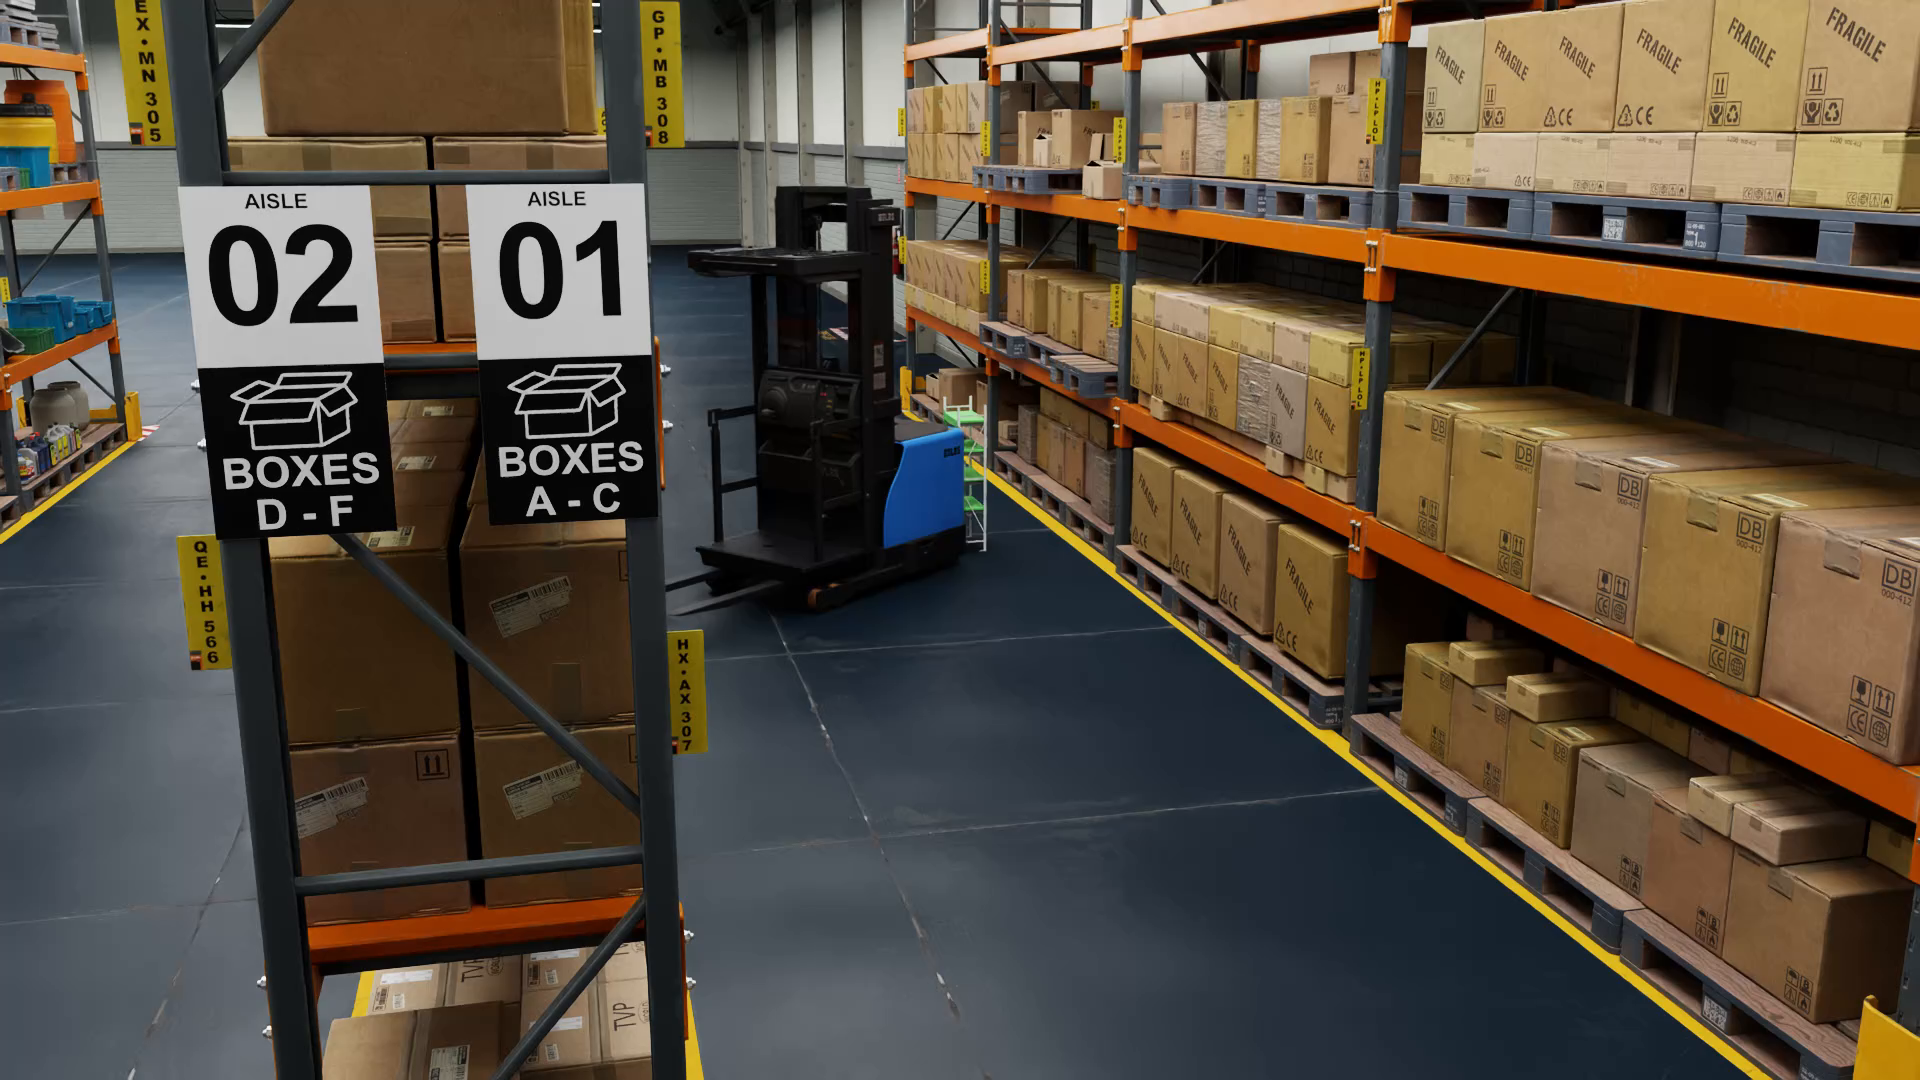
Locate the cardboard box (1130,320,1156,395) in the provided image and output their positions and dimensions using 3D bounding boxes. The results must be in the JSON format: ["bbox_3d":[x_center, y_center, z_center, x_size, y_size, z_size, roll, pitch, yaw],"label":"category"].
[{"bbox_3d":[1.580,-1.362,12.302,0.500,0.500,0.500,-3,14,-12],"label":"cardboard box"}]

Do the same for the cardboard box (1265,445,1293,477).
[{"bbox_3d":[2.081,-0.489,10.097,0.380,0.149,0.250,-3,14,-13],"label":"cardboard box"}]

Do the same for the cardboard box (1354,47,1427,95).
[{"bbox_3d":[2.575,-2.657,9.443,0.500,0.250,0.500,-2,14,-9],"label":"cardboard box"}]

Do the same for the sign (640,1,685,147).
[{"bbox_3d":[-0.693,-1.075,3.845,0.100,0.325,0.005,-3,14,-13],"label":"sign"}]

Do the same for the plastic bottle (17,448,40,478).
[{"bbox_3d":[-8.606,-0.718,15.356,0.152,0.276,0.135,-3,14,-11],"label":"plastic bottle"}]

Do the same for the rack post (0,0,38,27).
[{"bbox_3d":[-9.308,-5.011,15.637,0.937,0.300,0.954,-4,14,-14],"label":"rack post"}]

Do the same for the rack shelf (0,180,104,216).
[{"bbox_3d":[-9.324,-3.225,16.003,1.077,0.370,4.000,-3,14,-13],"label":"rack shelf"}]

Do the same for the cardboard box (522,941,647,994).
[{"bbox_3d":[-1.307,1.587,5.977,0.500,0.250,0.500,-3,14,-13],"label":"cardboard box"}]

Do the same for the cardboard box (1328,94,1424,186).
[{"bbox_3d":[2.554,-2.291,9.527,0.700,0.500,0.500,-4,14,-16],"label":"cardboard box"}]

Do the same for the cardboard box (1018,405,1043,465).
[{"bbox_3d":[0.965,-1.039,16.199,0.700,0.500,0.500,-3,14,-11],"label":"cardboard box"}]

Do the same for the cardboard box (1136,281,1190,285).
[{"bbox_3d":[1.605,-1.941,13.046,0.380,0.149,0.250,-5,15,-21],"label":"cardboard box"}]

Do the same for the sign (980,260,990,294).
[{"bbox_3d":[0.250,-2.597,16.412,0.100,0.325,0.005,-3,14,-13],"label":"sign"}]

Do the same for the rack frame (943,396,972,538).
[{"bbox_3d":[-0.018,-0.601,13.859,0.240,1.200,0.015,-3,14,-13],"label":"rack frame"}]

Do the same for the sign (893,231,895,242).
[{"bbox_3d":[-1.141,-5.125,28.508,0.001,0.329,0.234,-3,14,-13],"label":"sign"}]

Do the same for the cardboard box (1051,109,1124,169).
[{"bbox_3d":[1.116,-3.503,14.529,0.500,0.500,0.500,-4,14,-15],"label":"cardboard box"}]

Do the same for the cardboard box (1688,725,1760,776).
[{"bbox_3d":[3.317,0.884,7.005,0.380,0.149,0.250,-3,14,-12],"label":"cardboard box"}]

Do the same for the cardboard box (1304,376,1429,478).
[{"bbox_3d":[2.301,-0.658,9.420,0.500,0.500,0.500,-4,14,-14],"label":"cardboard box"}]

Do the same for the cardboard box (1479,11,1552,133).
[{"bbox_3d":[2.676,-2.066,7.381,0.500,0.500,0.500,-4,14,-14],"label":"cardboard box"}]

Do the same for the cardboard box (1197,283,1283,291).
[{"bbox_3d":[2.073,-1.762,12.361,0.500,0.250,0.500,-3,14,-12],"label":"cardboard box"}]

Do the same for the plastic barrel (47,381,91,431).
[{"bbox_3d":[-9.565,-1.427,17.804,0.421,0.512,0.421,0,14,0],"label":"plastic barrel"}]

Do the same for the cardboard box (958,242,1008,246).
[{"bbox_3d":[0.262,-3.219,19.475,0.500,0.500,0.500,-3,14,-12],"label":"cardboard box"}]

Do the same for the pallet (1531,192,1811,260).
[{"bbox_3d":[3.119,-1.307,6.821,1.003,0.211,1.213,-3,14,-13],"label":"pallet"}]

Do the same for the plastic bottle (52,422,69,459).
[{"bbox_3d":[-8.828,-0.977,16.259,0.144,0.351,0.185,-3,14,-11],"label":"plastic bottle"}]

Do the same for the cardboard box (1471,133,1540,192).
[{"bbox_3d":[2.666,-1.707,7.494,0.500,0.250,0.500,-4,14,-14],"label":"cardboard box"}]

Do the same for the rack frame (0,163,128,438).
[{"bbox_3d":[-9.794,-2.579,18.162,1.000,3.000,0.127,-3,14,-13],"label":"rack frame"}]

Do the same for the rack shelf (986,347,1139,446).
[{"bbox_3d":[1.245,-1.397,14.842,1.077,0.370,4.000,-3,14,-13],"label":"rack shelf"}]

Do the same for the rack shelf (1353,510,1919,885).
[{"bbox_3d":[3.124,0.448,7.288,1.077,0.370,4.000,-3,14,-13],"label":"rack shelf"}]

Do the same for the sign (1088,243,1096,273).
[{"bbox_3d":[1.314,-2.802,16.638,0.100,0.325,0.005,-3,14,-13],"label":"sign"}]

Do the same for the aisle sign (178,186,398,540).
[{"bbox_3d":[-1.502,-0.393,3.738,0.394,0.787,0.004,-3,14,-13],"label":"aisle sign"}]

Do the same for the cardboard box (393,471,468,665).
[{"bbox_3d":[-1.712,0.099,4.884,0.500,0.500,0.500,-3,14,-12],"label":"cardboard box"}]

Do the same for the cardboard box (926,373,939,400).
[{"bbox_3d":[-0.089,-1.874,20.015,0.500,0.311,0.500,-5,15,-20],"label":"cardboard box"}]

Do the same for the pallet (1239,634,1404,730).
[{"bbox_3d":[2.400,0.818,10.134,1.003,0.211,1.213,-3,14,-13],"label":"pallet"}]

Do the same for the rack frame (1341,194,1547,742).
[{"bbox_3d":[2.654,-0.363,9.091,1.000,3.000,0.127,-3,14,-13],"label":"rack frame"}]

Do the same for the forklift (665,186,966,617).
[{"bbox_3d":[-1.239,-1.044,12.023,1.130,2.935,3.031,10,17,36],"label":"forklift"}]

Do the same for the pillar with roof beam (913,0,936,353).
[{"bbox_3d":[-4.752,-7.076,23.930,9.100,9.000,0.400,-3,14,-13],"label":"pillar with roof beam"}]

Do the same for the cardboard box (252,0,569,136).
[{"bbox_3d":[-1.357,-1.272,4.175,0.700,0.500,0.500,-3,14,-13],"label":"cardboard box"}]

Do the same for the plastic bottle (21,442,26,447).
[{"bbox_3d":[-8.792,-0.780,15.623,0.097,0.271,0.097,0,14,0],"label":"plastic bottle"}]

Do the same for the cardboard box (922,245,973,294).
[{"bbox_3d":[-0.122,-3.071,18.871,0.500,0.500,0.500,-4,14,-15],"label":"cardboard box"}]

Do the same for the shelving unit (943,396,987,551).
[{"bbox_3d":[0.039,-0.545,13.628,0.258,1.200,0.503,-3,14,-13],"label":"shelving unit"}]

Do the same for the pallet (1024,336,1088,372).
[{"bbox_3d":[1.210,-1.647,14.751,1.003,0.211,1.213,-3,14,-13],"label":"pallet"}]

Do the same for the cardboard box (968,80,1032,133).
[{"bbox_3d":[0.394,-4.310,16.568,0.500,0.500,0.500,-5,14,-18],"label":"cardboard box"}]

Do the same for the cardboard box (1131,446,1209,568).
[{"bbox_3d":[1.760,-0.268,12.349,0.750,0.750,0.750,-3,14,-14],"label":"cardboard box"}]

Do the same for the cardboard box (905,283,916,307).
[{"bbox_3d":[-0.358,-2.938,19.905,0.500,0.250,0.500,-4,14,-15],"label":"cardboard box"}]

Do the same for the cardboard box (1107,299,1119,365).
[{"bbox_3d":[1.595,-1.656,13.246,0.700,0.500,0.500,-5,15,-20],"label":"cardboard box"}]

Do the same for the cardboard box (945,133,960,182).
[{"bbox_3d":[0.143,-4.069,17.691,0.500,0.500,0.500,-4,14,-15],"label":"cardboard box"}]

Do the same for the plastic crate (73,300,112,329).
[{"bbox_3d":[-9.385,-2.408,17.776,0.499,0.251,0.616,-3,14,-13],"label":"plastic crate"}]

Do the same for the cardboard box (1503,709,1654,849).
[{"bbox_3d":[2.963,1.060,7.648,0.700,0.500,0.500,-3,14,-12],"label":"cardboard box"}]

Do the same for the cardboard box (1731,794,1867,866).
[{"bbox_3d":[3.125,1.080,6.202,0.380,0.149,0.250,-3,14,-14],"label":"cardboard box"}]

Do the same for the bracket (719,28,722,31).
[{"bbox_3d":[-7.065,-15.088,49.138,0.076,0.066,3.189,-3,14,-13],"label":"bracket"}]

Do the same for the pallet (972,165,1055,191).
[{"bbox_3d":[0.817,-3.426,15.704,1.213,0.211,1.003,-3,14,-13],"label":"pallet"}]

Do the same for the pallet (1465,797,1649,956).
[{"bbox_3d":[3.047,1.454,7.532,1.003,0.211,1.213,-3,14,-13],"label":"pallet"}]

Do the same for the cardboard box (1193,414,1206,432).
[{"bbox_3d":[1.846,-0.849,11.569,0.380,0.149,0.250,-3,14,-12],"label":"cardboard box"}]

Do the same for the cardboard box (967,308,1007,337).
[{"bbox_3d":[0.370,-2.237,17.039,0.500,0.250,0.500,-3,14,-13],"label":"cardboard box"}]

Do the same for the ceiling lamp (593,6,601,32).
[{"bbox_3d":[-10.119,-14.520,42.101,2.000,3.185,0.800,-3,14,-13],"label":"ceiling lamp"}]

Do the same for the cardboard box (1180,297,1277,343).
[{"bbox_3d":[1.819,-1.494,11.264,0.500,0.250,0.500,-3,14,-13],"label":"cardboard box"}]
